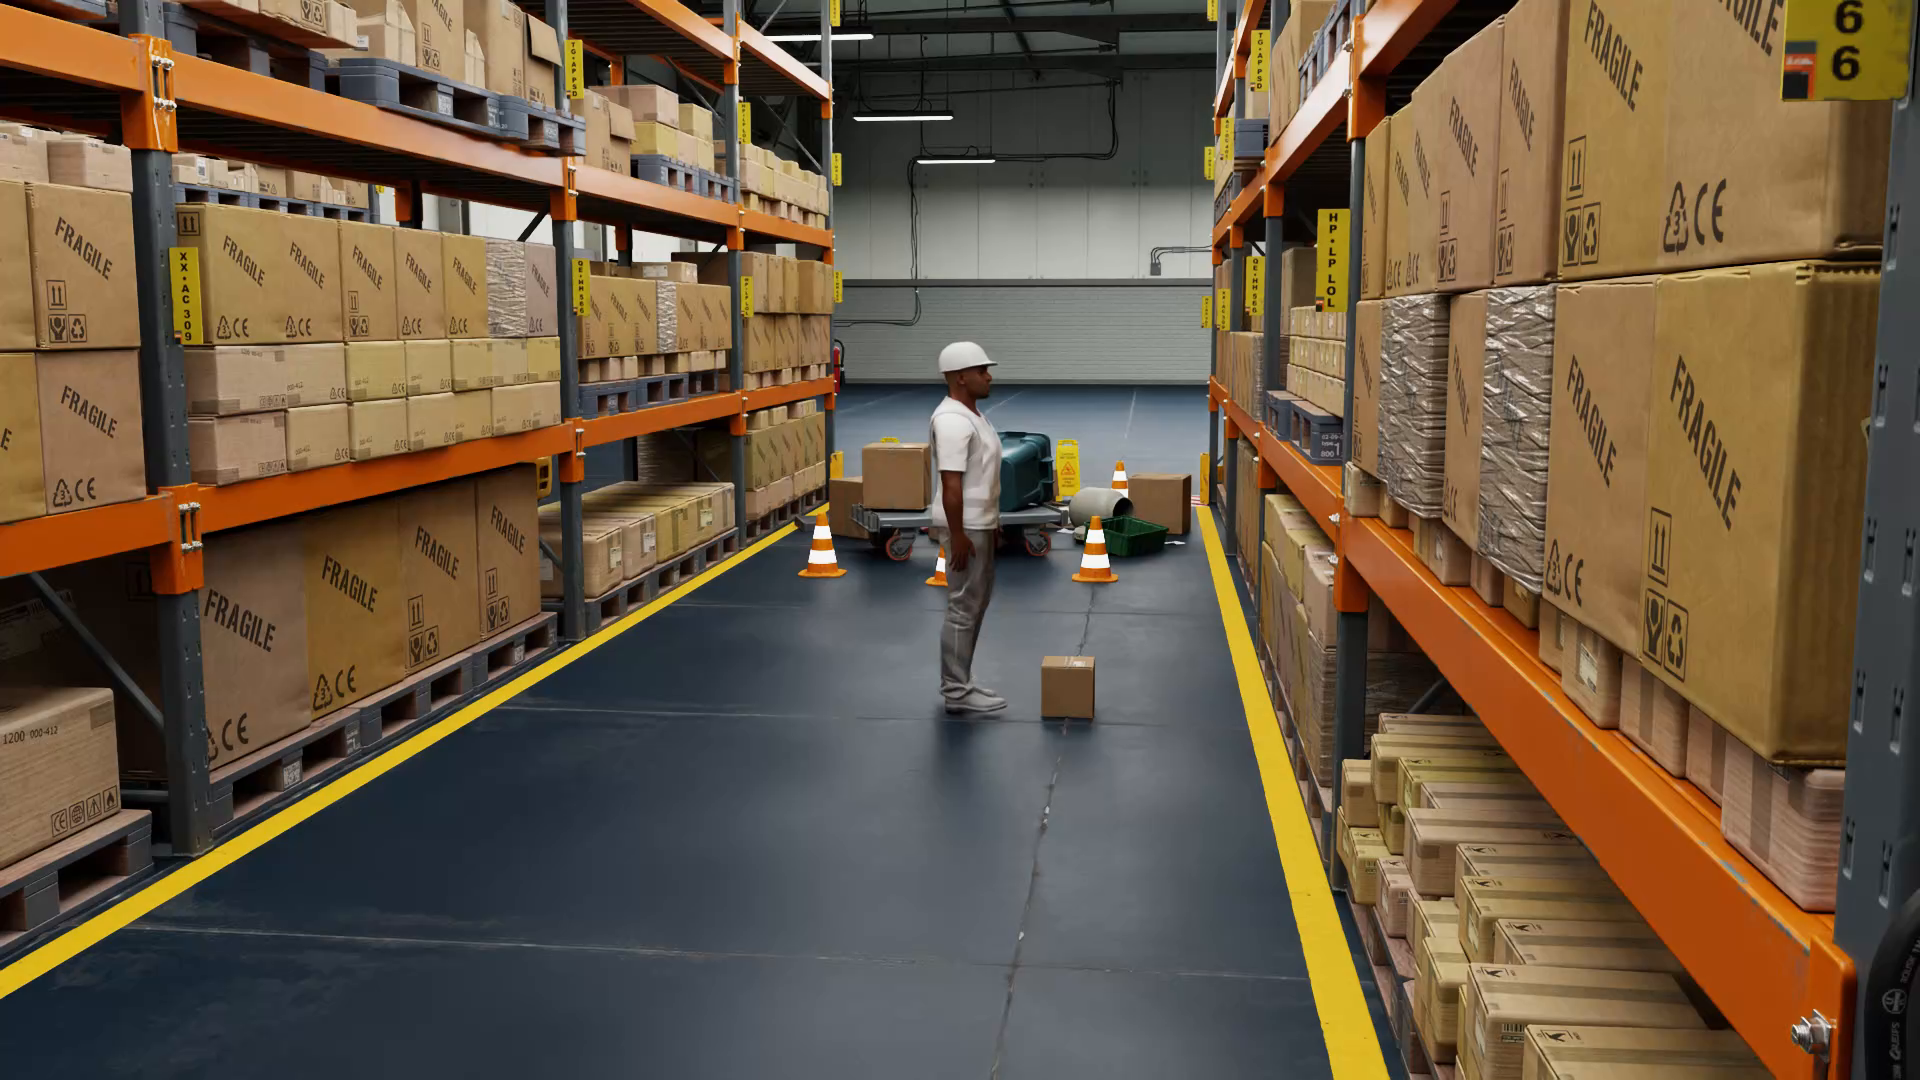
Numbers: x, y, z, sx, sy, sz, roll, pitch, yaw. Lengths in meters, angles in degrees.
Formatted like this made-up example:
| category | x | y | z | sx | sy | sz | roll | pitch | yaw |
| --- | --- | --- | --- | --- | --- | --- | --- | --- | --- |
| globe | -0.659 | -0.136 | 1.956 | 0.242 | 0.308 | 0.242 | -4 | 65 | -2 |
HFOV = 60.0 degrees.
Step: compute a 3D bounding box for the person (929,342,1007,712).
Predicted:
| category | x | y | z | sx | sy | sz | roll | pitch | yaw |
| --- | --- | --- | --- | --- | --- | --- | --- | --- | --- |
| person | 0.053 | -0.054 | 8.030 | 0.376 | 1.795 | 0.579 | 1 | 8 | 7 |
